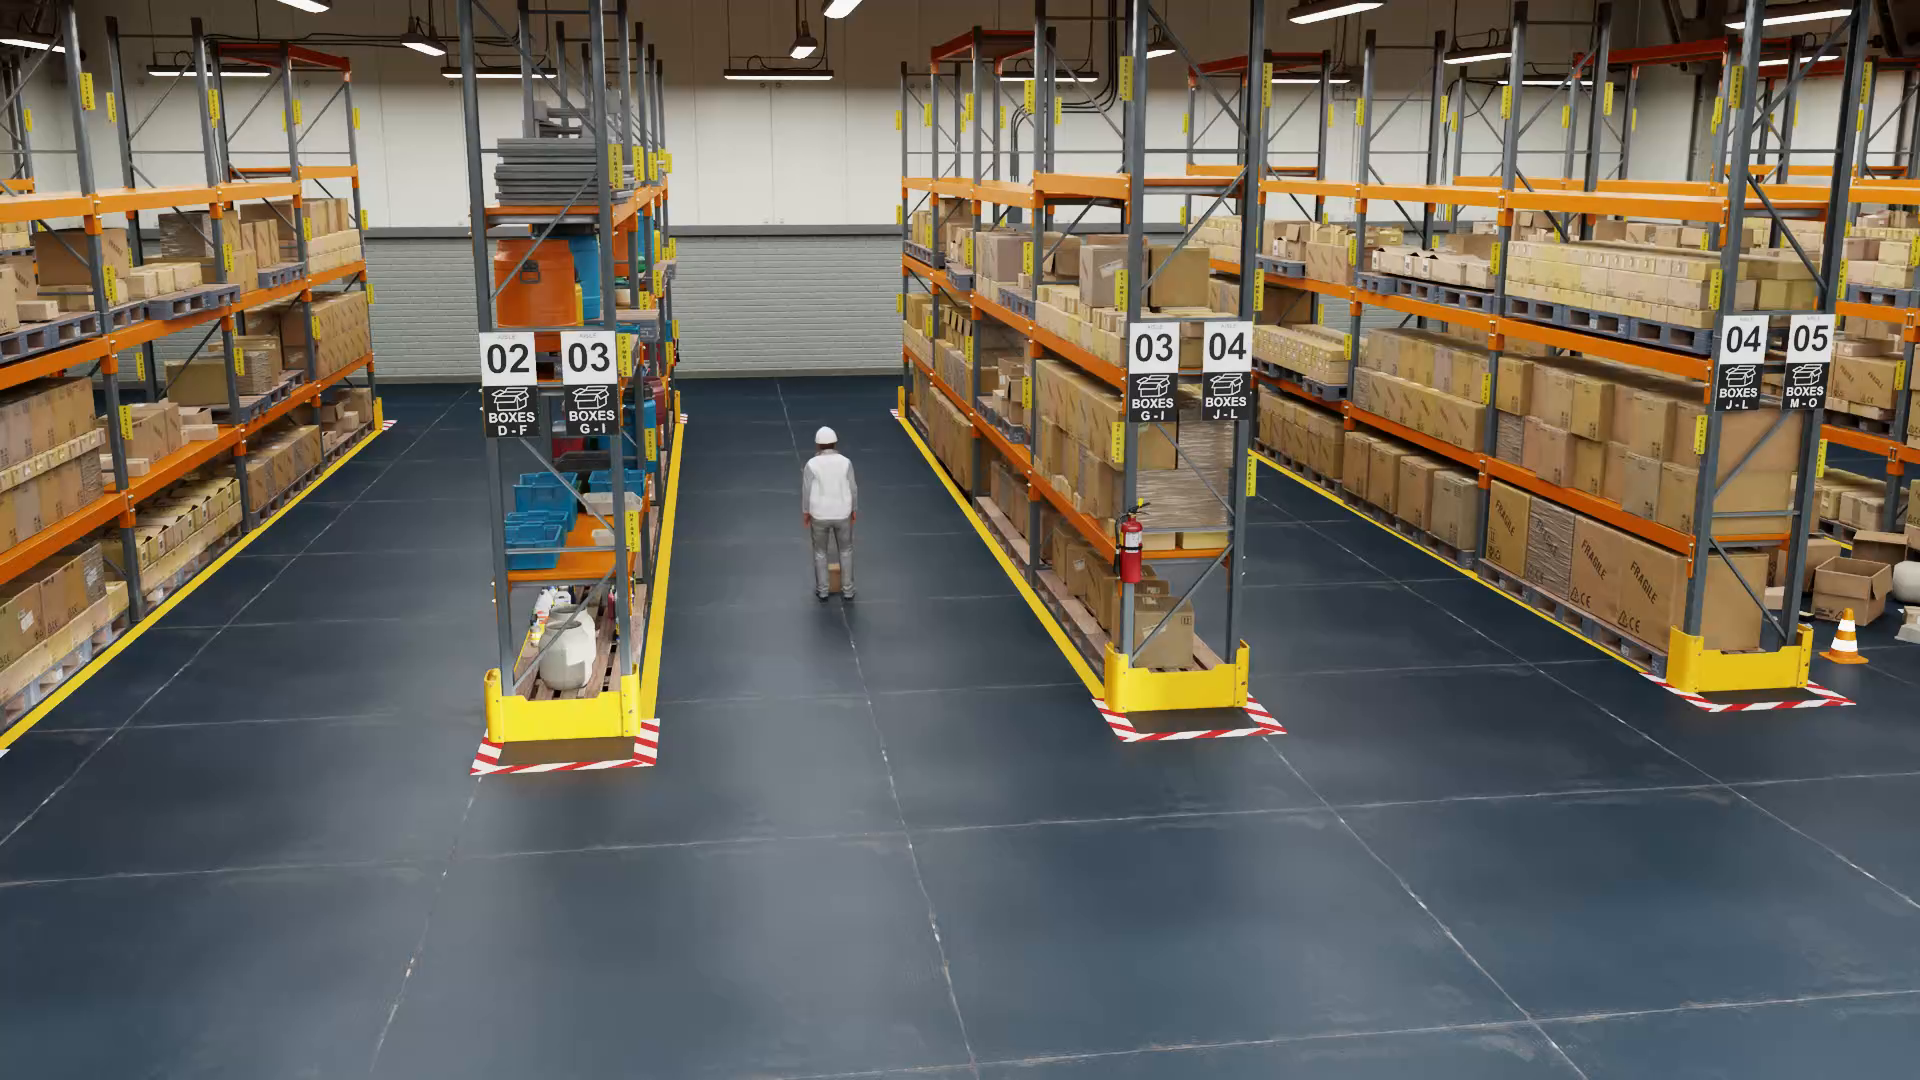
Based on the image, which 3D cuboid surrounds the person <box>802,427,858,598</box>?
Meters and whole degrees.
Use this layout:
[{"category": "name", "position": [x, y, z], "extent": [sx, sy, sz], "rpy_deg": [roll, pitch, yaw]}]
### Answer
[{"category": "person", "position": [-1.341, -0.278, 17.130], "extent": [0.579, 1.769, 0.475], "rpy_deg": [-3, 13, -11]}]
